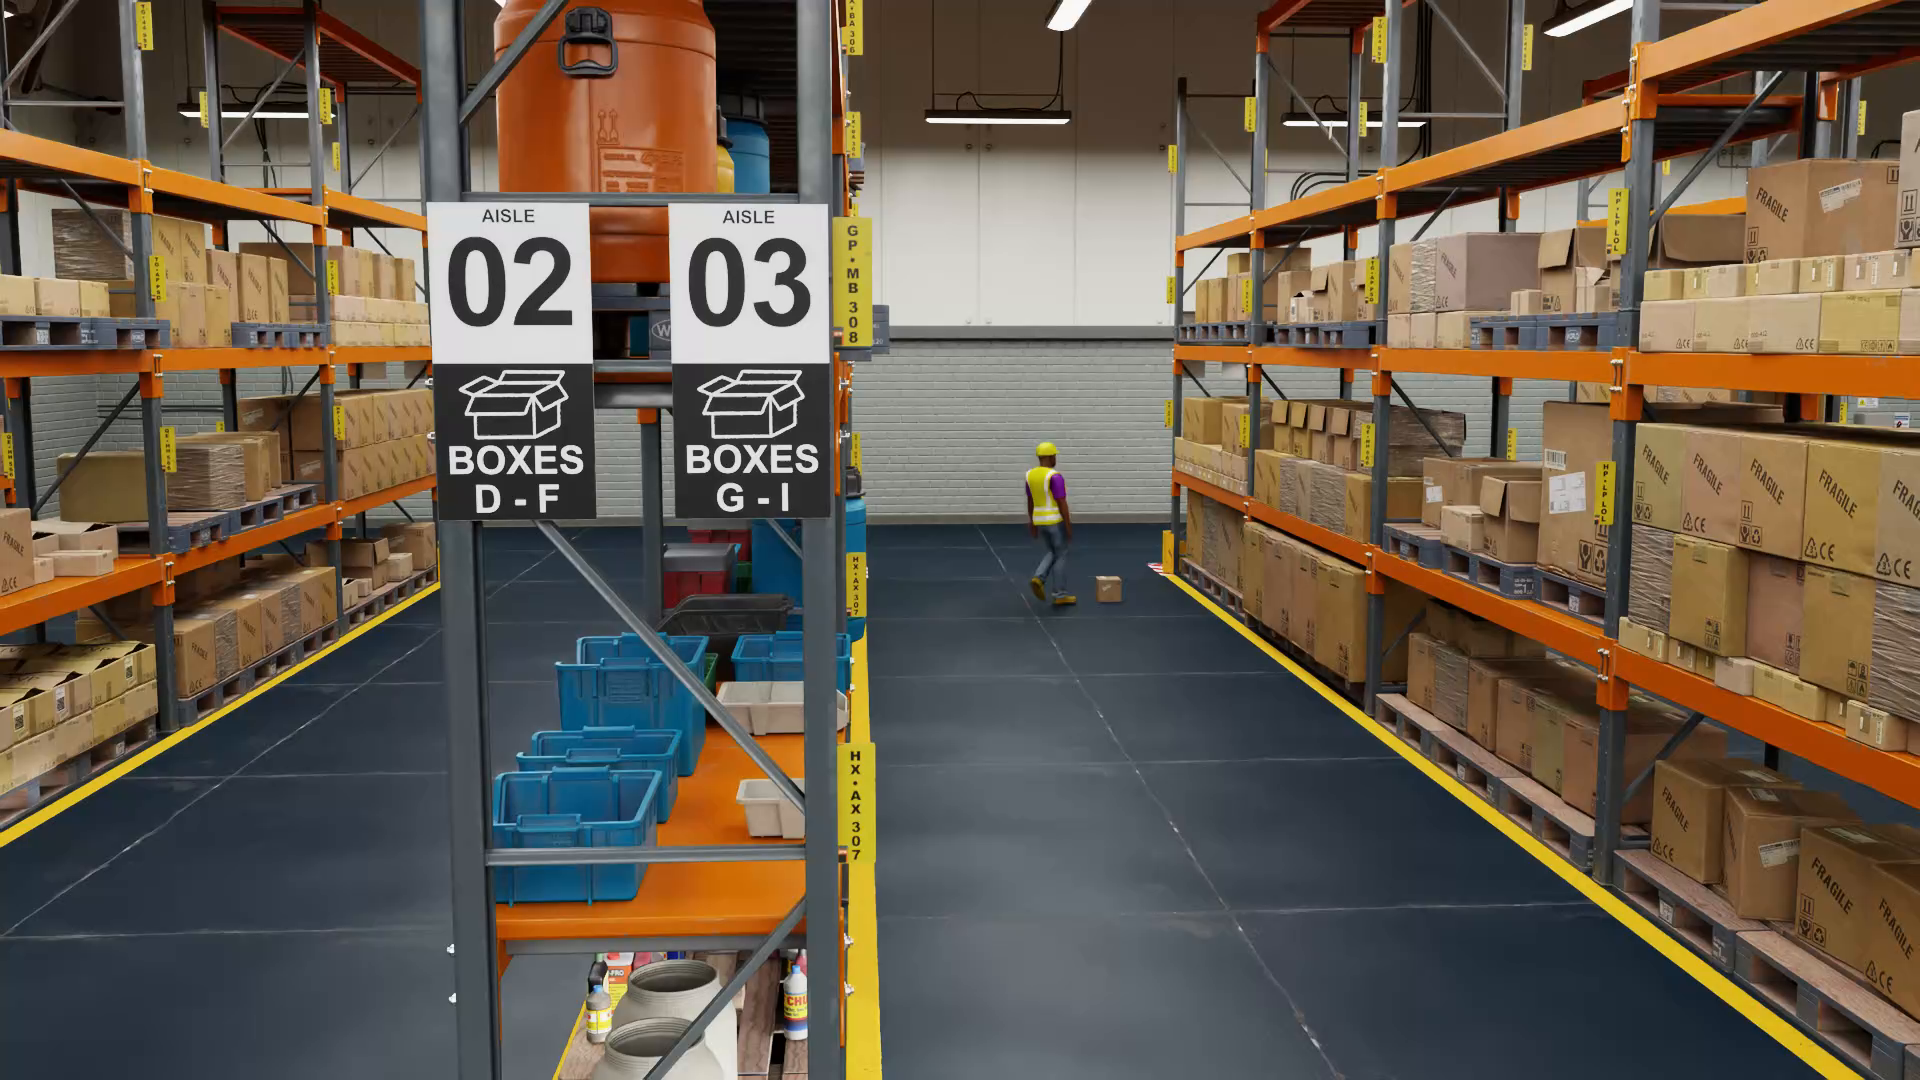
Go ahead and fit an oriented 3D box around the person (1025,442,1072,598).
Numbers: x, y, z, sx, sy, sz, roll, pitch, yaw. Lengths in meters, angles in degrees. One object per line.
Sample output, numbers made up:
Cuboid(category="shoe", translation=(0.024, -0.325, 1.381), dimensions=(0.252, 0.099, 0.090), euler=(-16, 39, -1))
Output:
Cuboid(category="person", translation=(1.013, -0.220, 18.080), dimensions=(0.468, 1.688, 0.604), euler=(-5, 9, -37))
